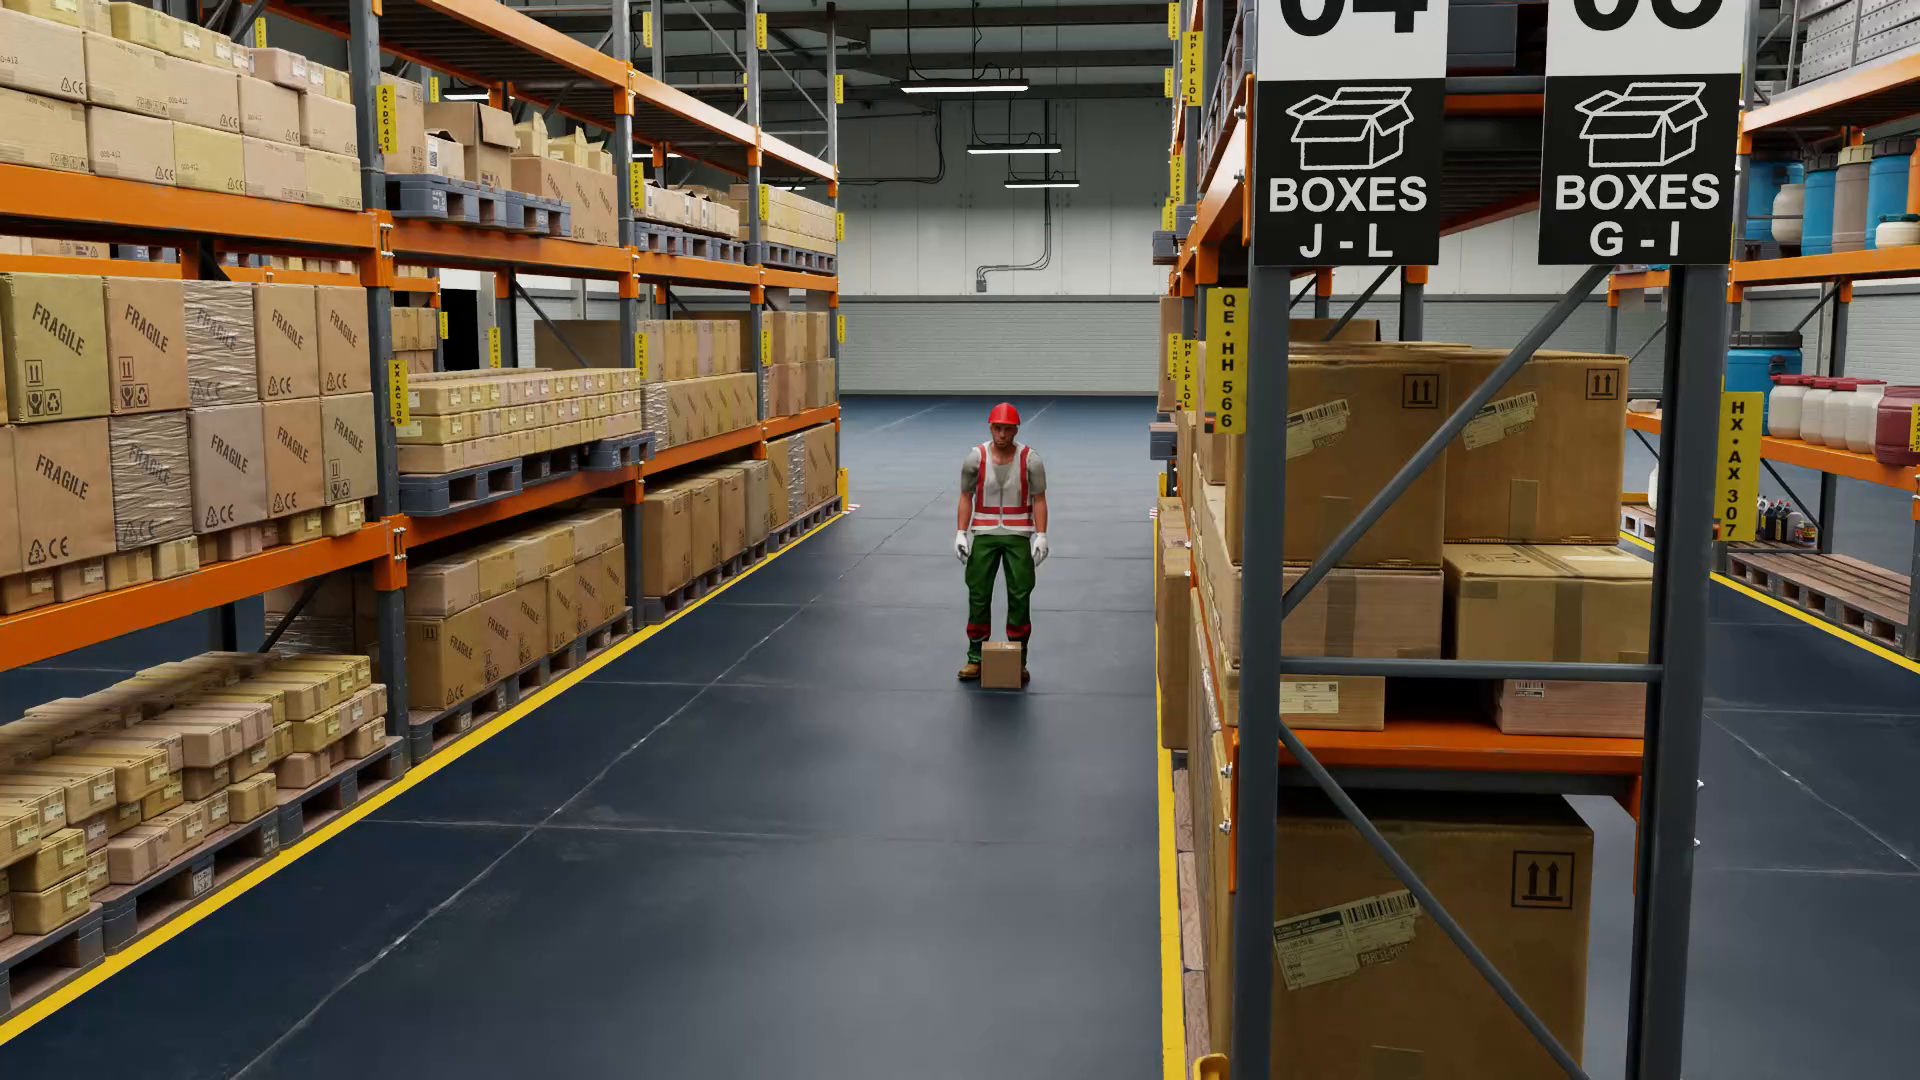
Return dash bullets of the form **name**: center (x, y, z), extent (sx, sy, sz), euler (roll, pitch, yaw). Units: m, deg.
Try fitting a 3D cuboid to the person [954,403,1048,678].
- **person**: center (0.266, 0.005, 10.688), extent (0.607, 1.780, 0.450), euler (1, 8, 6)
